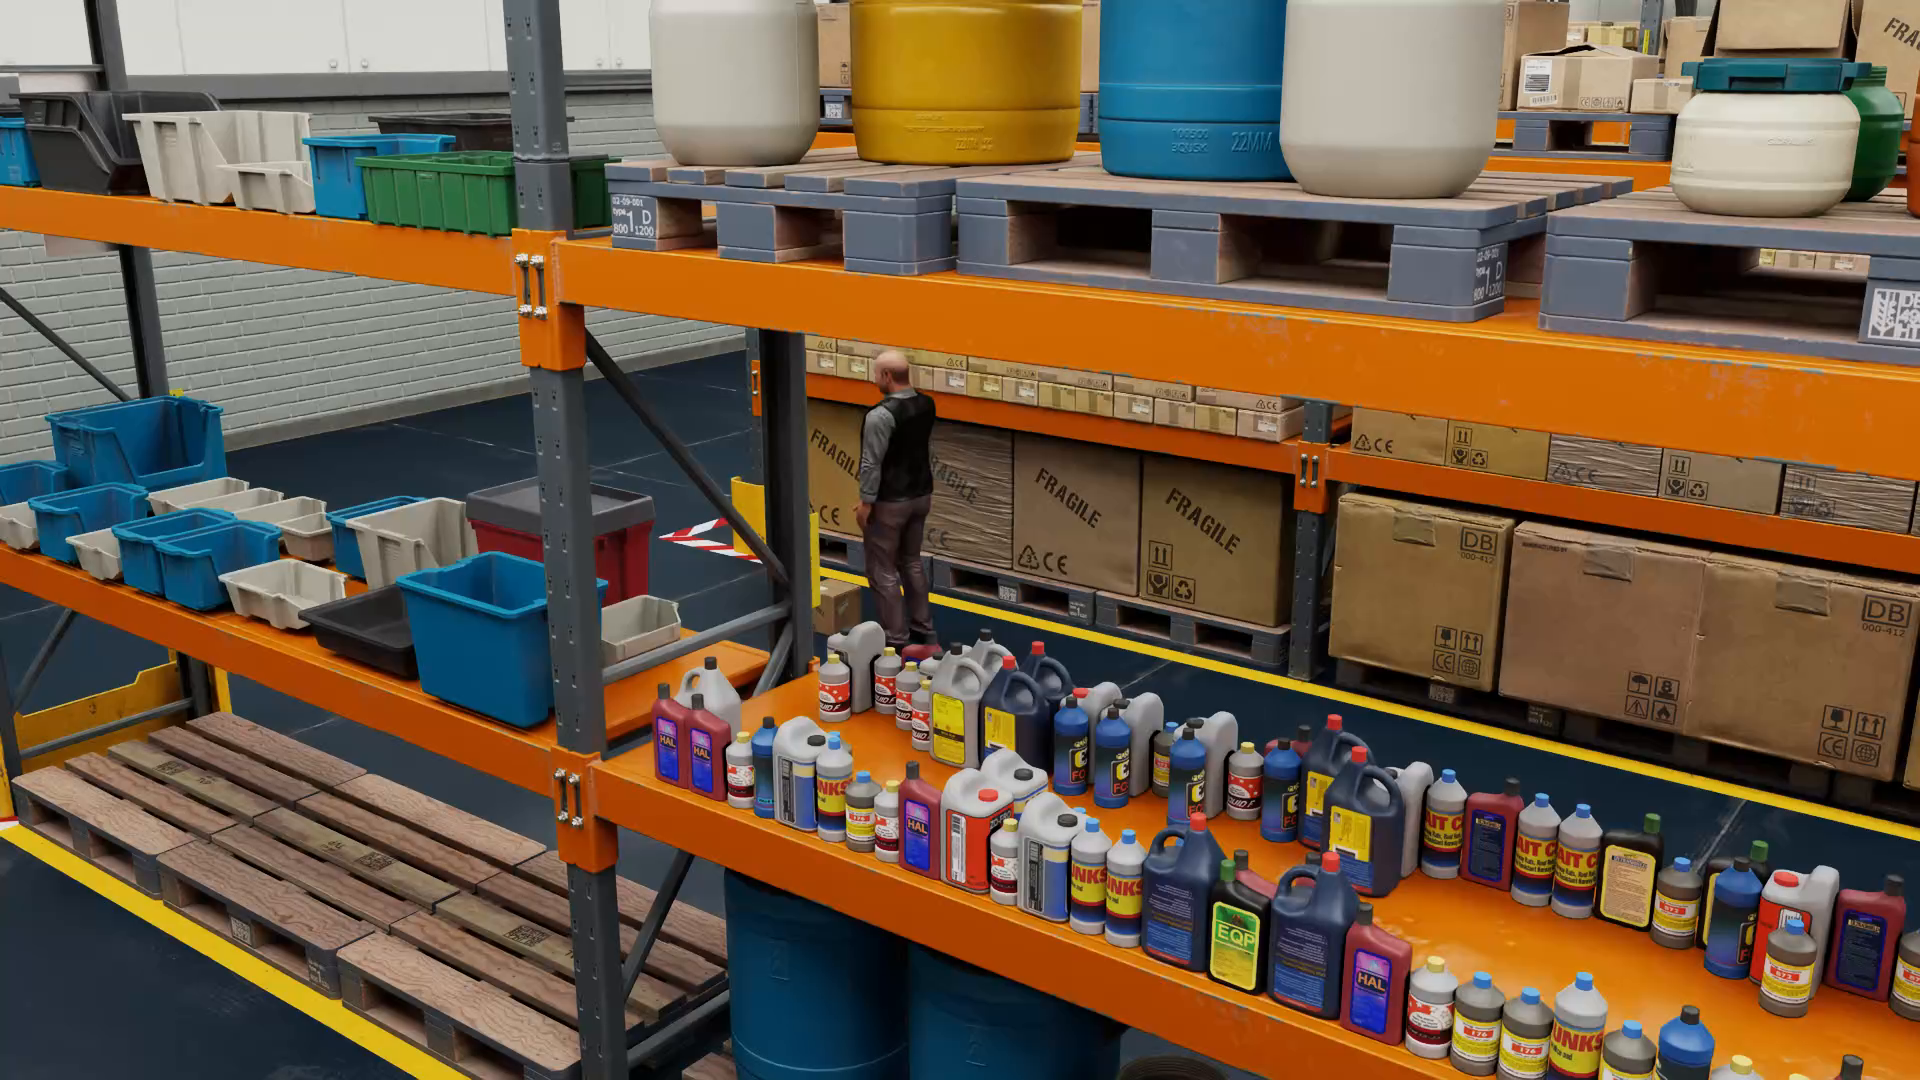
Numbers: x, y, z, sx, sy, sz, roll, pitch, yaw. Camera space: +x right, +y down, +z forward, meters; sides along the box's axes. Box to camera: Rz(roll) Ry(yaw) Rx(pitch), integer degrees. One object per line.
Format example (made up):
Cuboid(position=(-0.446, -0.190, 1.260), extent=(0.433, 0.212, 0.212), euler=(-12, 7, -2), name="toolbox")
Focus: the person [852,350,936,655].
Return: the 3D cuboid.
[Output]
Cuboid(position=(-0.369, -0.214, 9.330), extent=(0.357, 1.713, 0.533), euler=(12, 20, 36), name="person")
